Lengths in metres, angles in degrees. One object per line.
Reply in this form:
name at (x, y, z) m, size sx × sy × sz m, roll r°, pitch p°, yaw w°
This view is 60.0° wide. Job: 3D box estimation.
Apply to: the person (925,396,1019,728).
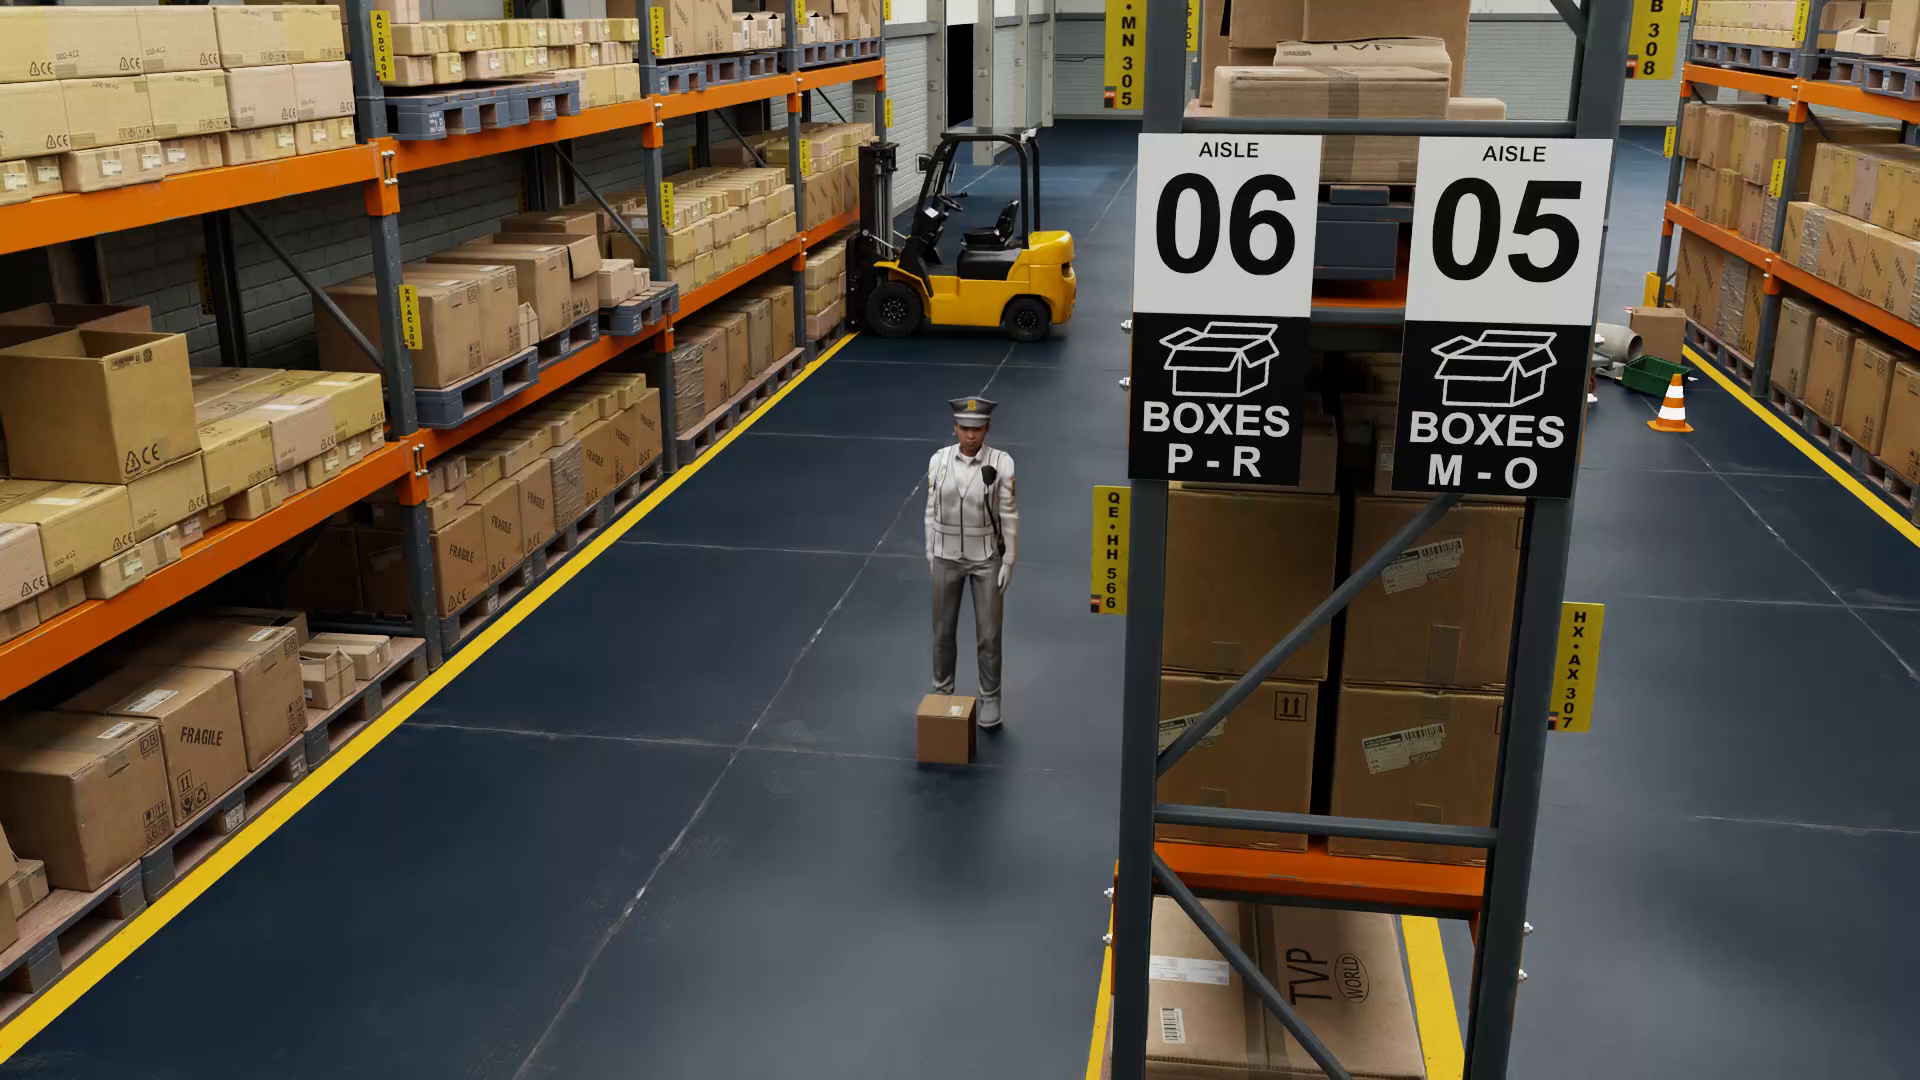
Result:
person at (0.052, 0.112, 8.233) m, size 0.470 × 1.703 × 0.322 m, roll 3°, pitch 18°, yaw 10°
